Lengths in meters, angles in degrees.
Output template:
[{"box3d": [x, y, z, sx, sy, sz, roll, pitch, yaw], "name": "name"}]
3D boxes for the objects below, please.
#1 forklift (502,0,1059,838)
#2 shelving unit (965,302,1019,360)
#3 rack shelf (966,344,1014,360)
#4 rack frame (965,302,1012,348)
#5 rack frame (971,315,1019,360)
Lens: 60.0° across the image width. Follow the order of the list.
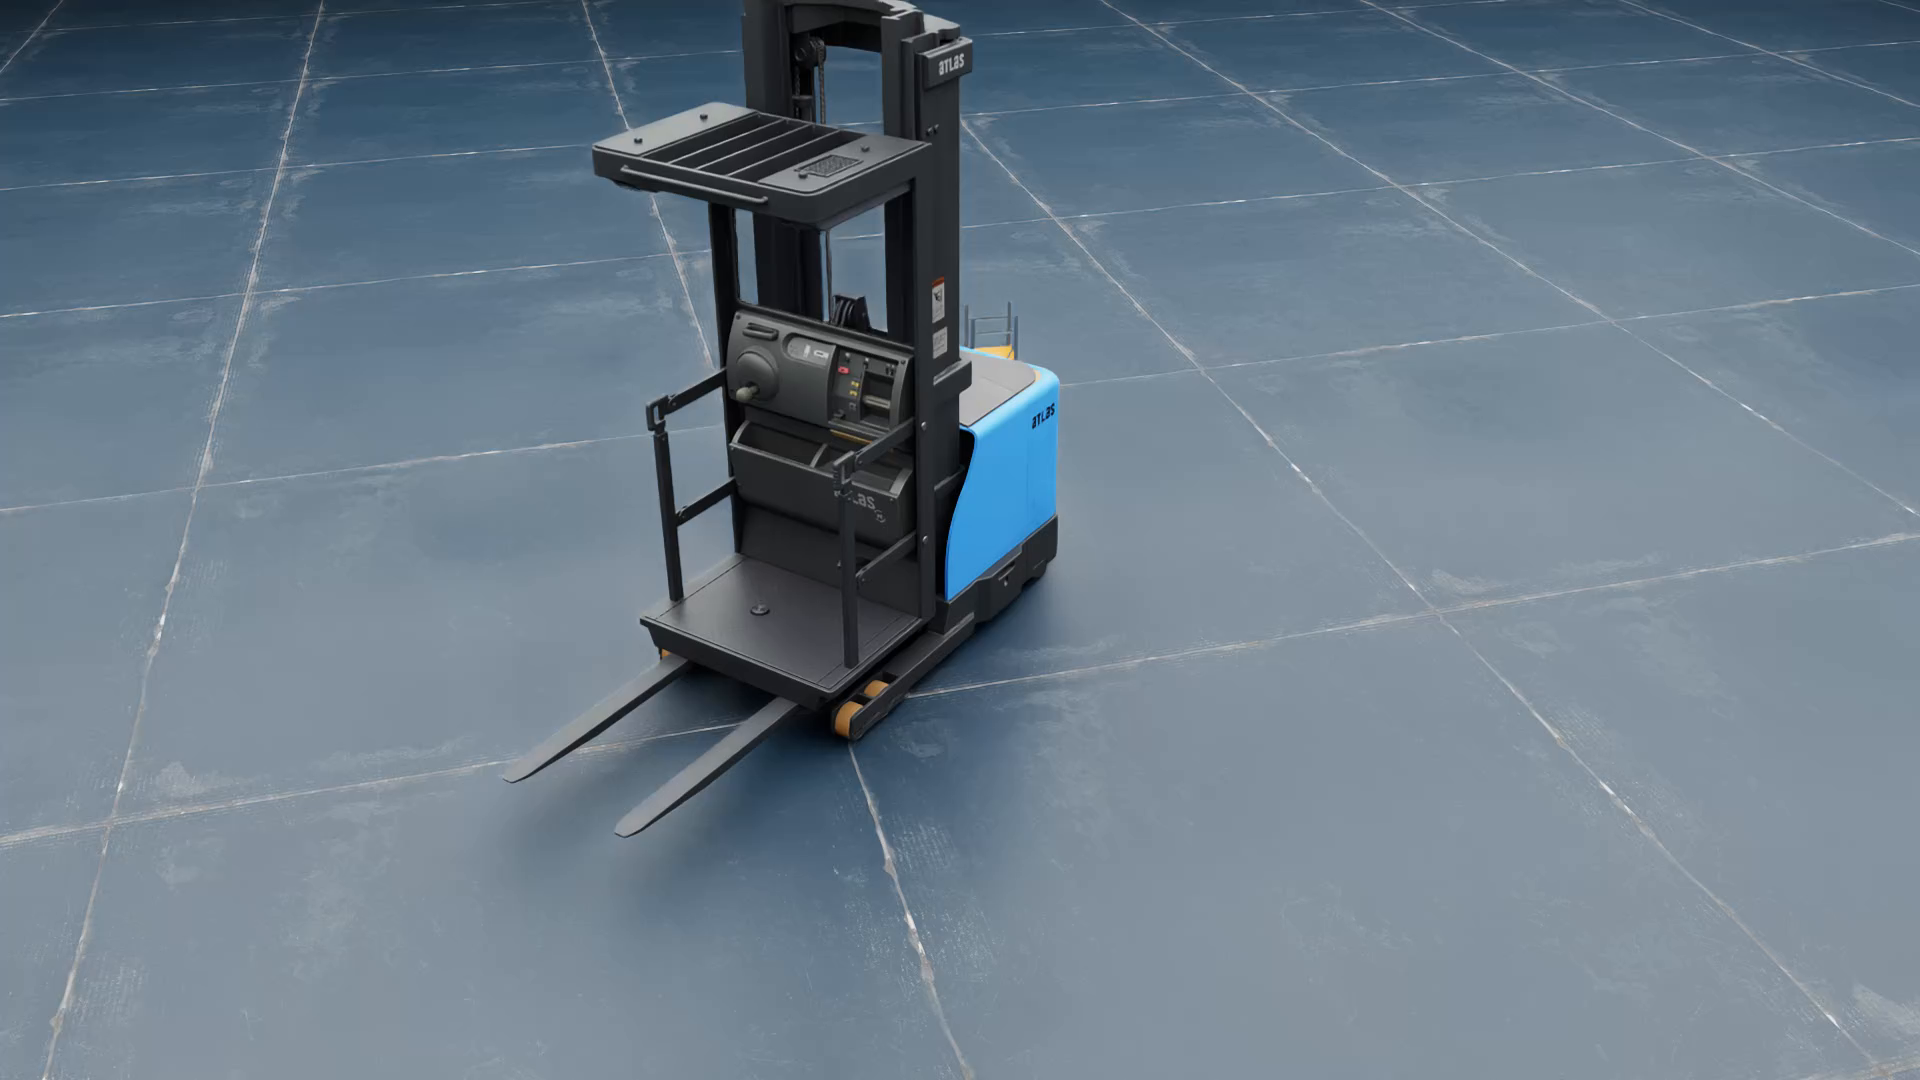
[{"box3d": [-0.731, -0.667, 6.977, 1.130, 2.935, 3.031, 18, 35, 28], "name": "forklift"}, {"box3d": [0.158, -0.636, 8.650, 0.258, 1.200, 0.189, -5, 30, -8], "name": "shelving unit"}, {"box3d": [0.158, -0.909, 8.492, 0.258, 0.103, 0.180, -5, 30, -8], "name": "rack shelf"}, {"box3d": [0.143, -0.681, 8.728, 0.240, 1.200, 0.006, -5, 30, -8], "name": "rack frame"}, {"box3d": [0.173, -0.590, 8.572, 0.240, 1.200, 0.006, -5, 30, -8], "name": "rack frame"}]
